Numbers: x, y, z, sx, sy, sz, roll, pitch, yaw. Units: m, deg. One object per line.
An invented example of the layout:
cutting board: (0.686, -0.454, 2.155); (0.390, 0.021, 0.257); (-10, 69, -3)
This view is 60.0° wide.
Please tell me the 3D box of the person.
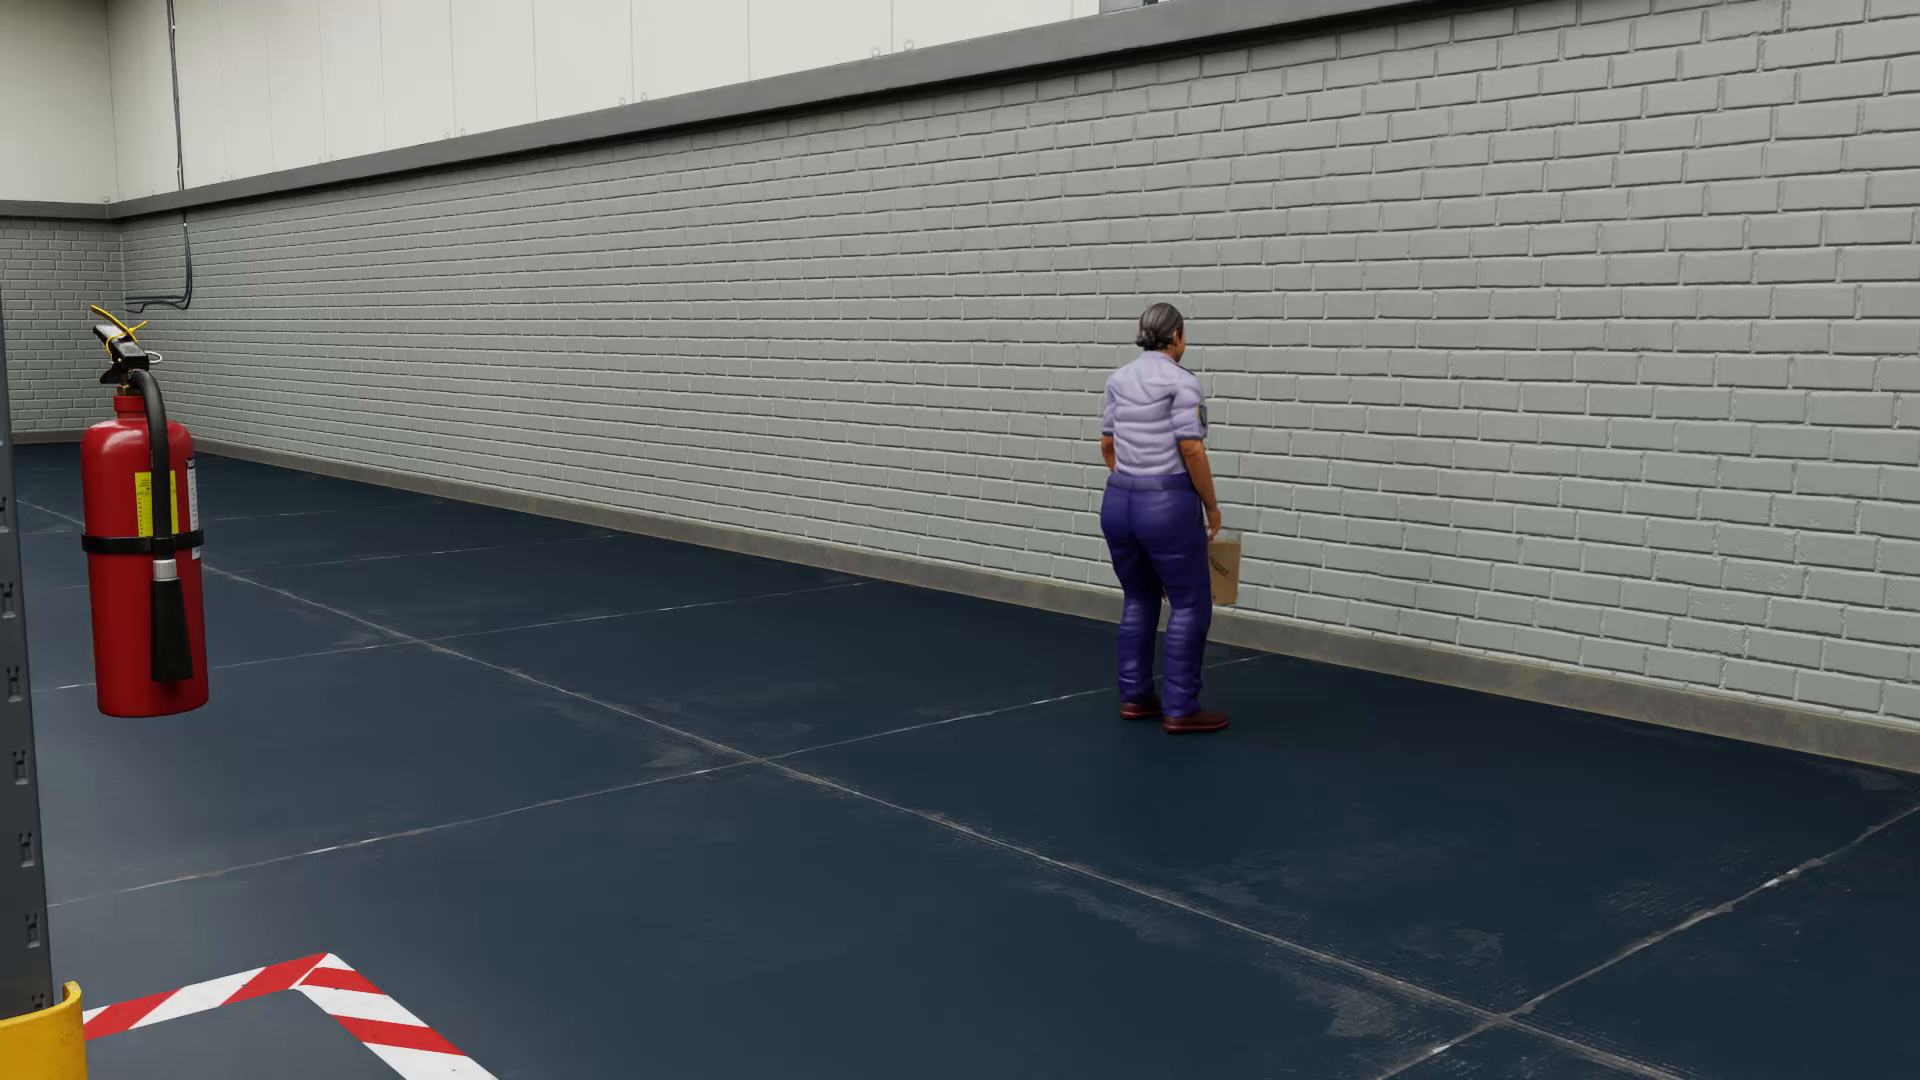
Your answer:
person: (0.795, -0.096, 6.526); (0.421, 1.656, 0.522); (-7, 10, -42)
